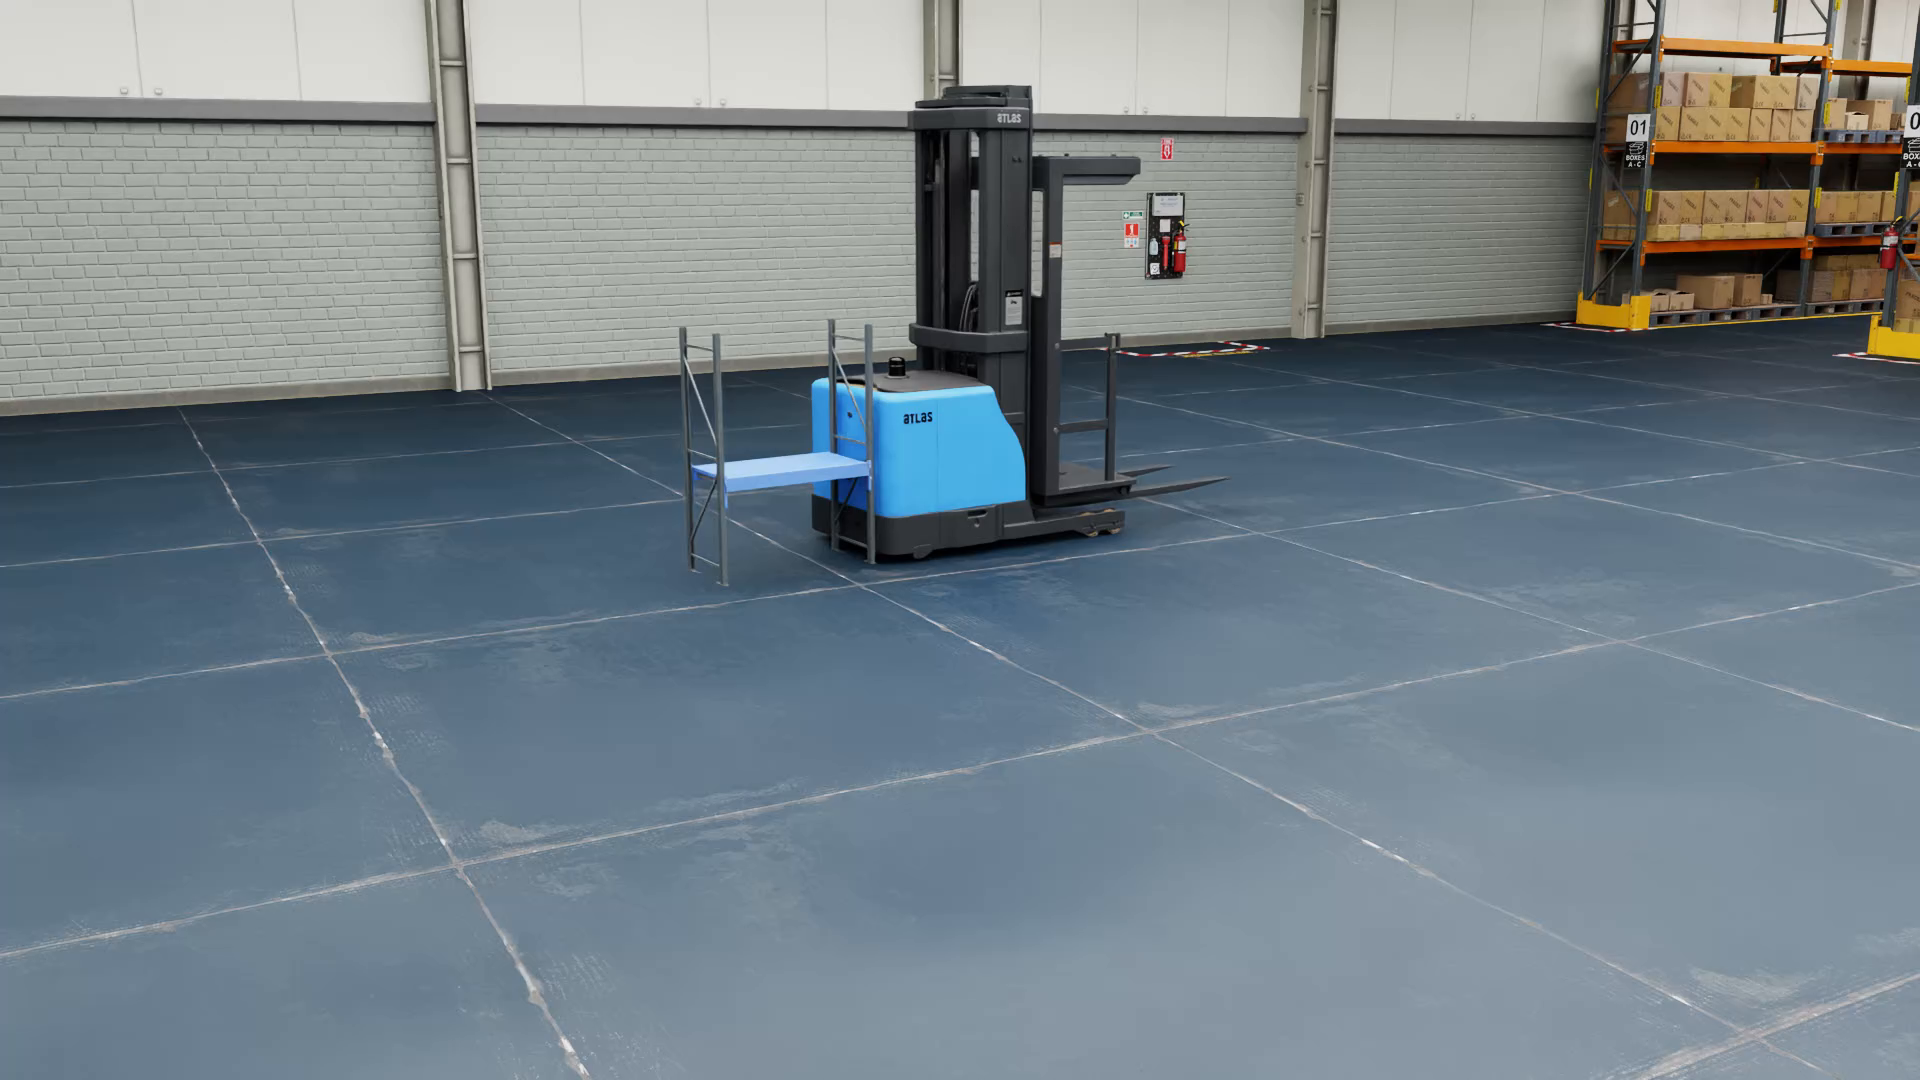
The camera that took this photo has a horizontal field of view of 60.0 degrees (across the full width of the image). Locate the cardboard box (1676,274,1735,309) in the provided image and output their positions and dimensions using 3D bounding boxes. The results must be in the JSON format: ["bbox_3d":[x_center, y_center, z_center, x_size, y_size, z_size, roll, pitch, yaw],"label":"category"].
[{"bbox_3d":[11.943,-3.987,26.684,0.500,0.500,0.700,-8,15,-31],"label":"cardboard box"}]

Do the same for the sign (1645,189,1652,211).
[{"bbox_3d":[10.385,-5.127,25.085,0.005,0.325,0.100,-7,14,-28],"label":"sign"}]

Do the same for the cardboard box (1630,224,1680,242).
[{"bbox_3d":[10.705,-4.736,25.616,0.500,0.250,0.500,-7,15,-29],"label":"cardboard box"}]

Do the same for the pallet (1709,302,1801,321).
[{"bbox_3d":[13.063,-3.792,27.477,1.213,0.211,1.003,-7,14,-28],"label":"pallet"}]

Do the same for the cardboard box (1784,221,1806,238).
[{"bbox_3d":[13.365,-5.058,27.048,0.500,0.250,0.500,-7,14,-28],"label":"cardboard box"}]

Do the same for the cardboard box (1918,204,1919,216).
[{"bbox_3d":[12.745,-4.297,21.664,0.250,0.149,0.380,-7,15,-29],"label":"cardboard box"}]

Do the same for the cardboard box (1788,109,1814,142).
[{"bbox_3d":[13.308,-6.651,26.723,0.500,0.500,0.500,-6,14,-26],"label":"cardboard box"}]

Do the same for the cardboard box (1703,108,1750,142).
[{"bbox_3d":[11.940,-6.483,25.980,0.500,0.500,0.500,-6,14,-24],"label":"cardboard box"}]

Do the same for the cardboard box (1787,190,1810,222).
[{"bbox_3d":[13.369,-5.423,26.961,0.500,0.500,0.500,-7,14,-28],"label":"cardboard box"}]

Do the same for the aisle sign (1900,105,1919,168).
[{"bbox_3d":[12.303,-5.173,21.340,0.004,0.787,0.394,-7,14,-28],"label":"aisle sign"}]

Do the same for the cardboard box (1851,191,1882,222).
[{"bbox_3d":[15.155,-5.673,28.254,0.500,0.500,0.700,-5,14,-20],"label":"cardboard box"}]

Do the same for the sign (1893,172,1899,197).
[{"bbox_3d":[12.254,-4.641,21.723,0.005,0.325,0.100,-7,14,-28],"label":"sign"}]

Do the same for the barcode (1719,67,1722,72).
[{"bbox_3d":[12.209,-7.556,26.695,0.075,0.075,0.001,-7,14,-28],"label":"barcode"}]

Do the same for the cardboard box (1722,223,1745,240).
[{"bbox_3d":[12.049,-4.898,26.338,0.500,0.250,0.500,-7,14,-27],"label":"cardboard box"}]

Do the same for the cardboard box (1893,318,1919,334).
[{"bbox_3d":[12.830,-2.831,22.164,0.500,0.250,0.500,-7,14,-28],"label":"cardboard box"}]

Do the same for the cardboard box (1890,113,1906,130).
[{"bbox_3d":[15.964,-7.055,28.515,0.637,0.503,0.797,-5,14,-20],"label":"cardboard box"}]

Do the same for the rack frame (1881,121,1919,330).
[{"bbox_3d":[12.501,-3.855,21.405,0.127,3.000,1.000,-7,14,-28],"label":"rack frame"}]

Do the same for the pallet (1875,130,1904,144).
[{"bbox_3d":[15.137,-6.756,27.891,1.003,0.211,1.213,-7,14,-28],"label":"pallet"}]

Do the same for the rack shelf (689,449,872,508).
[{"bbox_3d":[-1.106,-0.385,10.222,1.000,0.185,0.538,-8,15,-33],"label":"rack shelf"}]

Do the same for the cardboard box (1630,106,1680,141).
[{"bbox_3d":[10.538,-6.318,25.245,0.500,0.500,0.500,-6,14,-26],"label":"cardboard box"}]

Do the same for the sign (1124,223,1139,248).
[{"bbox_3d":[2.336,-4.144,22.612,0.234,0.329,0.001,-7,14,-28],"label":"sign"}]

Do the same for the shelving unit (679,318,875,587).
[{"bbox_3d":[-1.106,-0.560,10.182,1.048,1.500,0.538,-8,15,-33],"label":"shelving unit"}]

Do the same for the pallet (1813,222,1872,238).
[{"bbox_3d":[14.376,-5.188,27.769,1.213,0.211,1.003,-7,14,-28],"label":"pallet"}]

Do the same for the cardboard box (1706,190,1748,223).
[{"bbox_3d":[12.030,-5.263,26.253,0.500,0.500,0.500,-6,14,-26],"label":"cardboard box"}]

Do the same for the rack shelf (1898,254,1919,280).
[{"bbox_3d":[14.257,-3.714,22.419,4.000,0.370,1.077,-7,14,-28],"label":"rack shelf"}]

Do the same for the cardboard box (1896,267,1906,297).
[{"bbox_3d":[16.032,-4.528,29.088,0.500,0.500,0.700,-7,14,-28],"label":"cardboard box"}]

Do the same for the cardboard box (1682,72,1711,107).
[{"bbox_3d":[11.044,-6.855,25.356,0.500,0.500,0.500,-7,14,-29],"label":"cardboard box"}]

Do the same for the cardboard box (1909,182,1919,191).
[{"bbox_3d":[16.583,-6.152,28.904,0.250,0.149,0.380,-10,16,-37],"label":"cardboard box"}]

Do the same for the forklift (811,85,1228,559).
[{"bbox_3d":[0.515,-1.538,11.267,3.031,2.935,1.130,-9,15,-33],"label":"forklift"}]

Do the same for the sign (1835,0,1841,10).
[{"bbox_3d":[13.879,-8.544,26.272,0.005,0.325,0.100,-7,14,-28],"label":"sign"}]

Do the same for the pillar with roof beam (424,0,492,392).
[{"bbox_3d":[-3.412,-5.253,13.954,0.400,9.000,9.100,-7,14,-28],"label":"pillar with roof beam"}]

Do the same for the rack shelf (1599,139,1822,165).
[{"bbox_3d":[11.880,-6.132,26.330,4.000,0.370,1.077,-7,14,-28],"label":"rack shelf"}]

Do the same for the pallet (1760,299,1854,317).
[{"bbox_3d":[14.318,-3.951,28.186,1.213,0.211,1.003,-7,14,-28],"label":"pallet"}]

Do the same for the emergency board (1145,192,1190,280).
[{"bbox_3d":[2.871,-4.165,22.786,0.643,1.169,0.194,-7,14,-28],"label":"emergency board"}]

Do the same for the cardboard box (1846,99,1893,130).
[{"bbox_3d":[15.236,-7.119,27.892,0.500,0.500,0.500,-7,15,-30],"label":"cardboard box"}]

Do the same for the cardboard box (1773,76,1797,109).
[{"bbox_3d":[12.847,-7.074,26.330,0.500,0.500,0.500,-6,14,-25],"label":"cardboard box"}]

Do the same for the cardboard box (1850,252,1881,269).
[{"bbox_3d":[15.560,-4.823,28.690,0.500,0.250,0.500,-7,14,-28],"label":"cardboard box"}]

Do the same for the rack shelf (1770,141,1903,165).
[{"bbox_3d":[15.391,-6.552,28.199,4.000,0.370,1.077,-7,14,-28],"label":"rack shelf"}]

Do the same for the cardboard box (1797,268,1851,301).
[{"bbox_3d":[14.703,-4.369,28.384,0.500,0.500,0.700,-7,15,-29],"label":"cardboard box"}]

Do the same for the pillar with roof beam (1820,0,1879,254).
[{"bbox_3d":[17.654,-7.778,25.173,0.400,9.000,9.100,-7,14,-28],"label":"pillar with roof beam"}]

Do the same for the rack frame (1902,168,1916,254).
[{"bbox_3d":[17.146,-5.650,29.385,0.127,3.000,1.000,-7,14,-28],"label":"rack frame"}]

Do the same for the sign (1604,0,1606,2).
[{"bbox_3d":[9.876,-8.378,25.351,0.005,0.325,0.100,-7,14,-28],"label":"sign"}]

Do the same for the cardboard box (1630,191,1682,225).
[{"bbox_3d":[10.688,-5.104,25.543,0.500,0.500,0.500,-7,14,-28],"label":"cardboard box"}]
